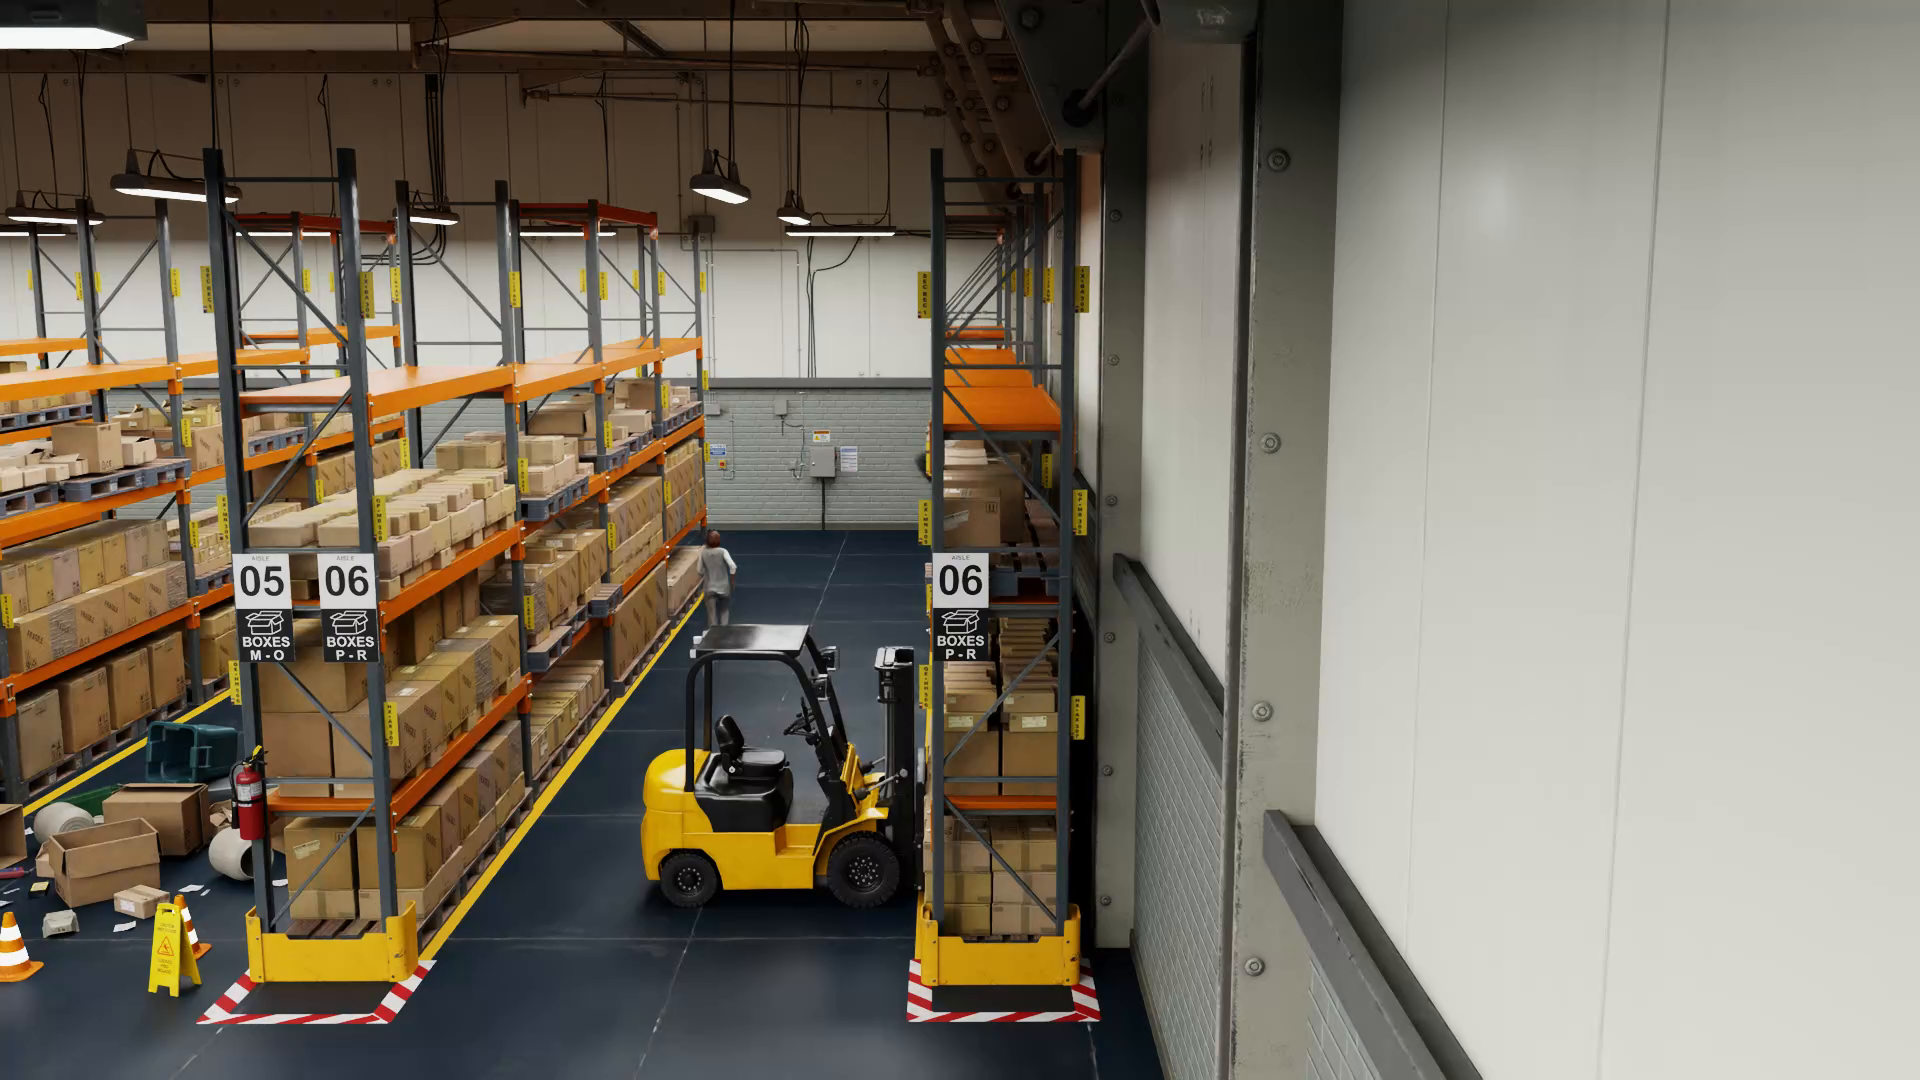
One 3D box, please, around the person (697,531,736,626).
[{"bbox_3d":[-3.127,0.686,21.437,0.517,1.641,0.630,-1,9,-6],"label":"person"}]
